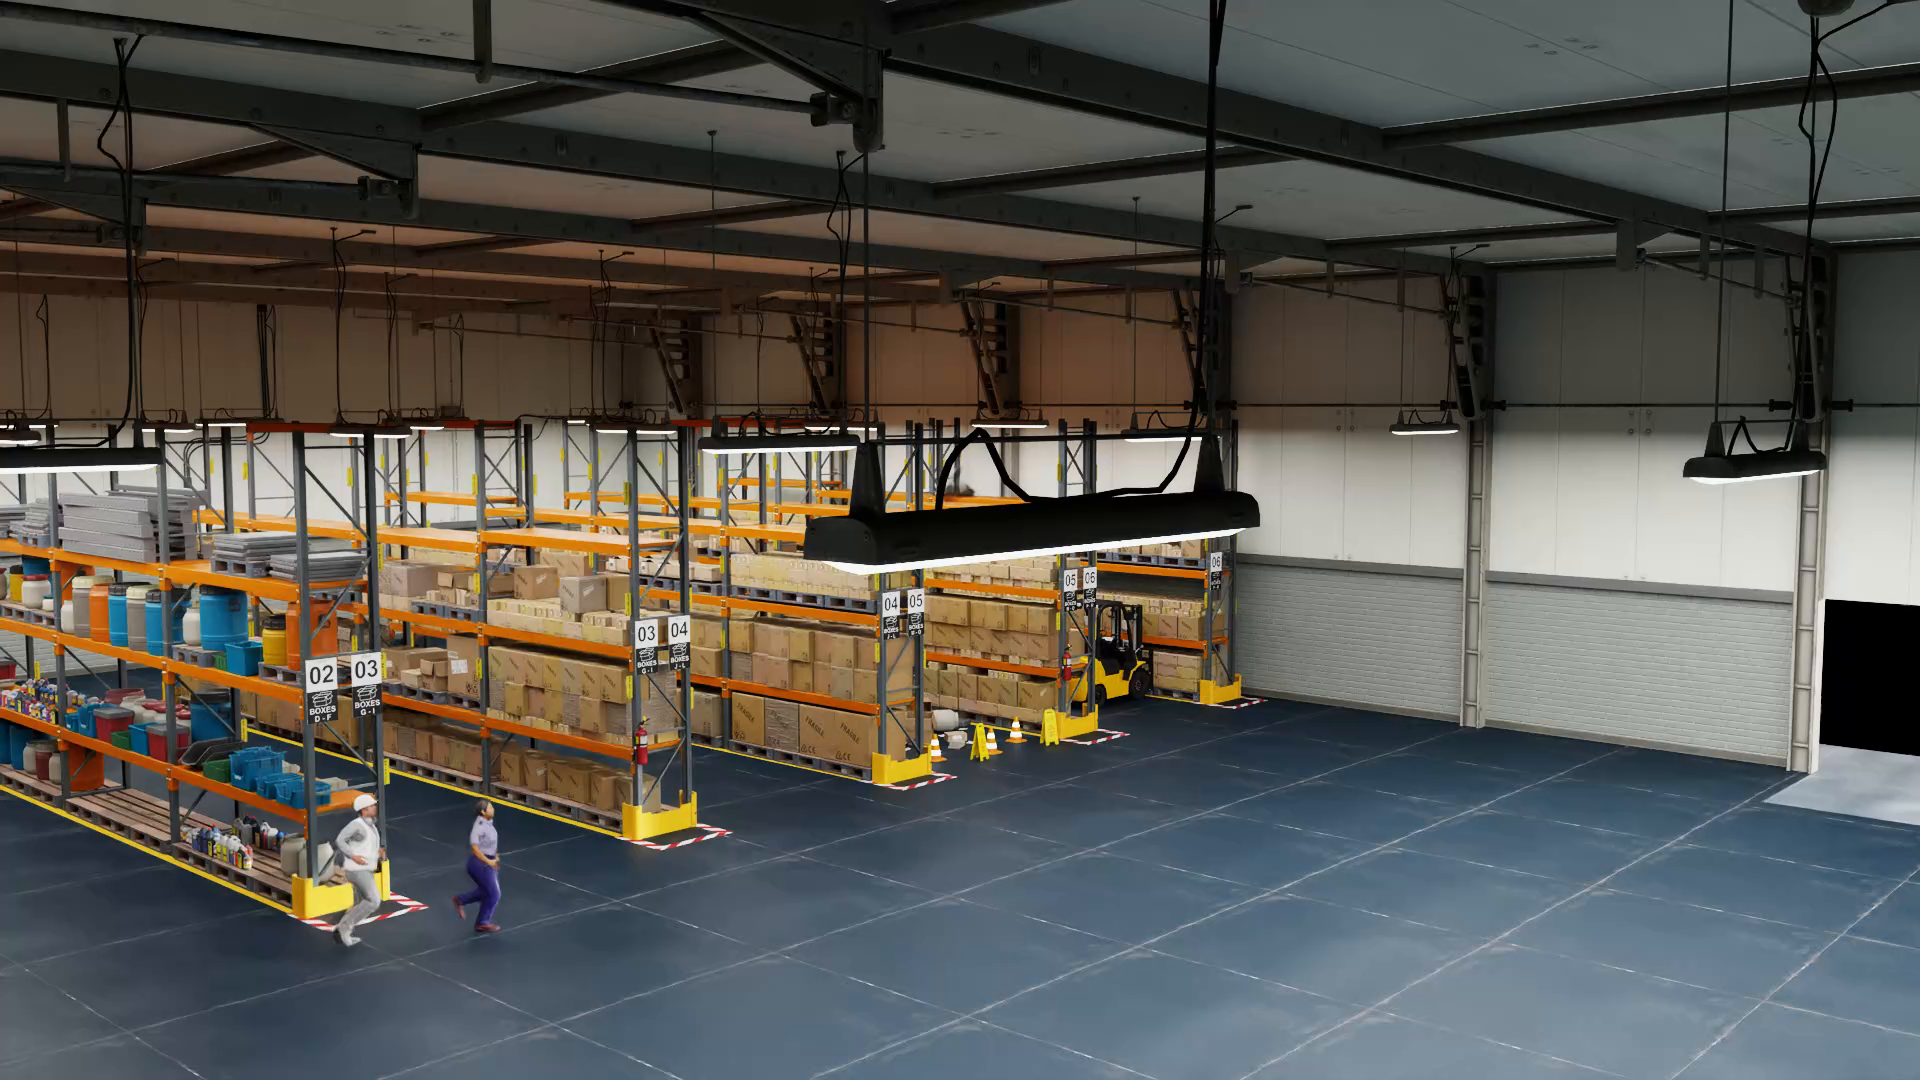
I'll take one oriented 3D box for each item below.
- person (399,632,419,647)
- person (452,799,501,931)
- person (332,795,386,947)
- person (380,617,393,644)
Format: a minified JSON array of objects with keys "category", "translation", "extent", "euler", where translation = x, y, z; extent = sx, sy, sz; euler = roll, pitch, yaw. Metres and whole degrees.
[{"category":"person","translation":[-13.419,2.188,40.312],"extent":[1.068,1.676,0.768],"euler":[0,5,1]},{"category":"person","translation":[-5.826,3.919,19.998],"extent":[0.587,1.589,0.589],"euler":[-1,5,-12]},{"category":"person","translation":[-7.061,3.865,19.604],"extent":[0.586,1.692,0.714],"euler":[0,5,-3]},{"category":"person","translation":[-12.743,2.481,36.373],"extent":[0.845,1.812,0.706],"euler":[4,6,44]}]
